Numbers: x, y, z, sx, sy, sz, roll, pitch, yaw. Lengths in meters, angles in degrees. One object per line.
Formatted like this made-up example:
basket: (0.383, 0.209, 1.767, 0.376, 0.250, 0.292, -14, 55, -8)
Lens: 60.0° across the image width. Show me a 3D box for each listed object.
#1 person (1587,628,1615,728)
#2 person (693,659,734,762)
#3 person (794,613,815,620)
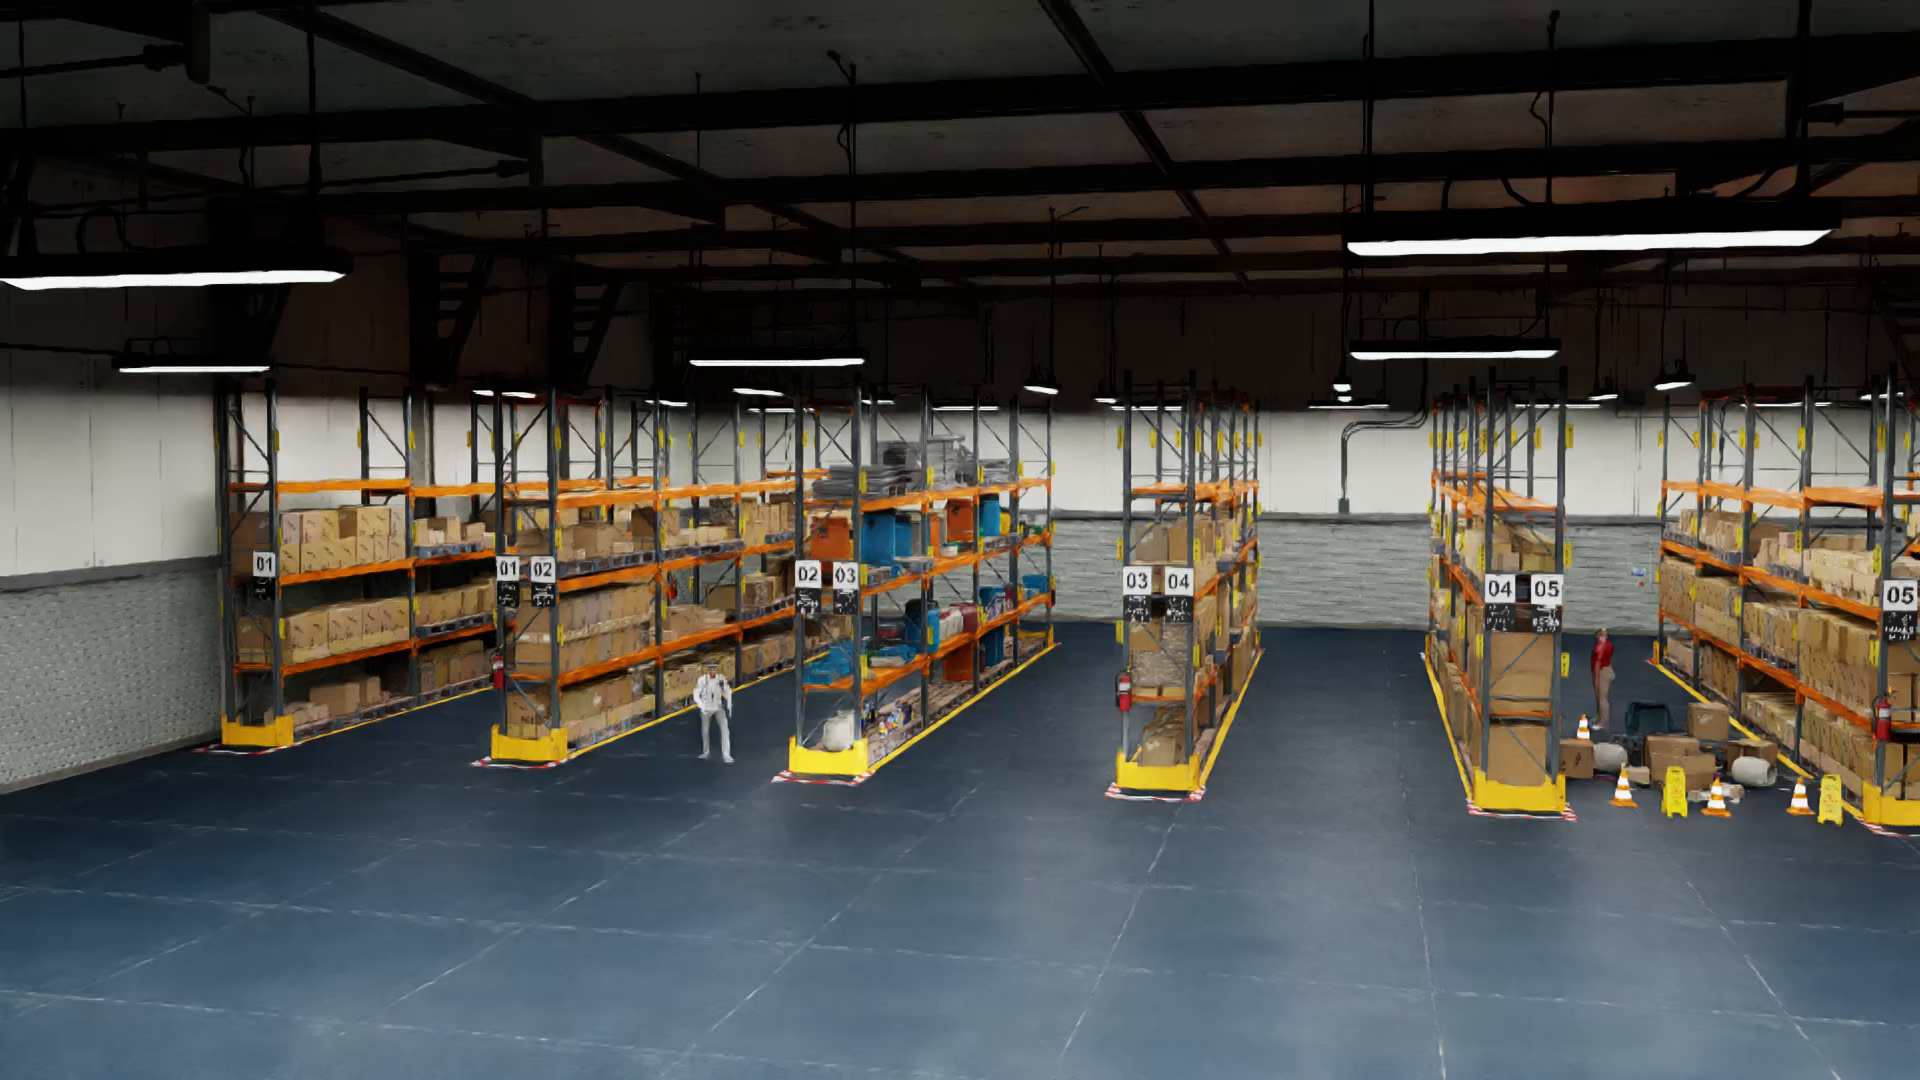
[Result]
person: (11.126, 2.391, 28.959, 0.498, 1.731, 0.588, 3, 5, 43)
person: (-3.831, 2.639, 25.854, 0.632, 1.620, 0.755, 0, 3, -7)
person: (-4.026, 1.516, 43.319, 0.769, 1.753, 0.581, -3, 4, -40)
